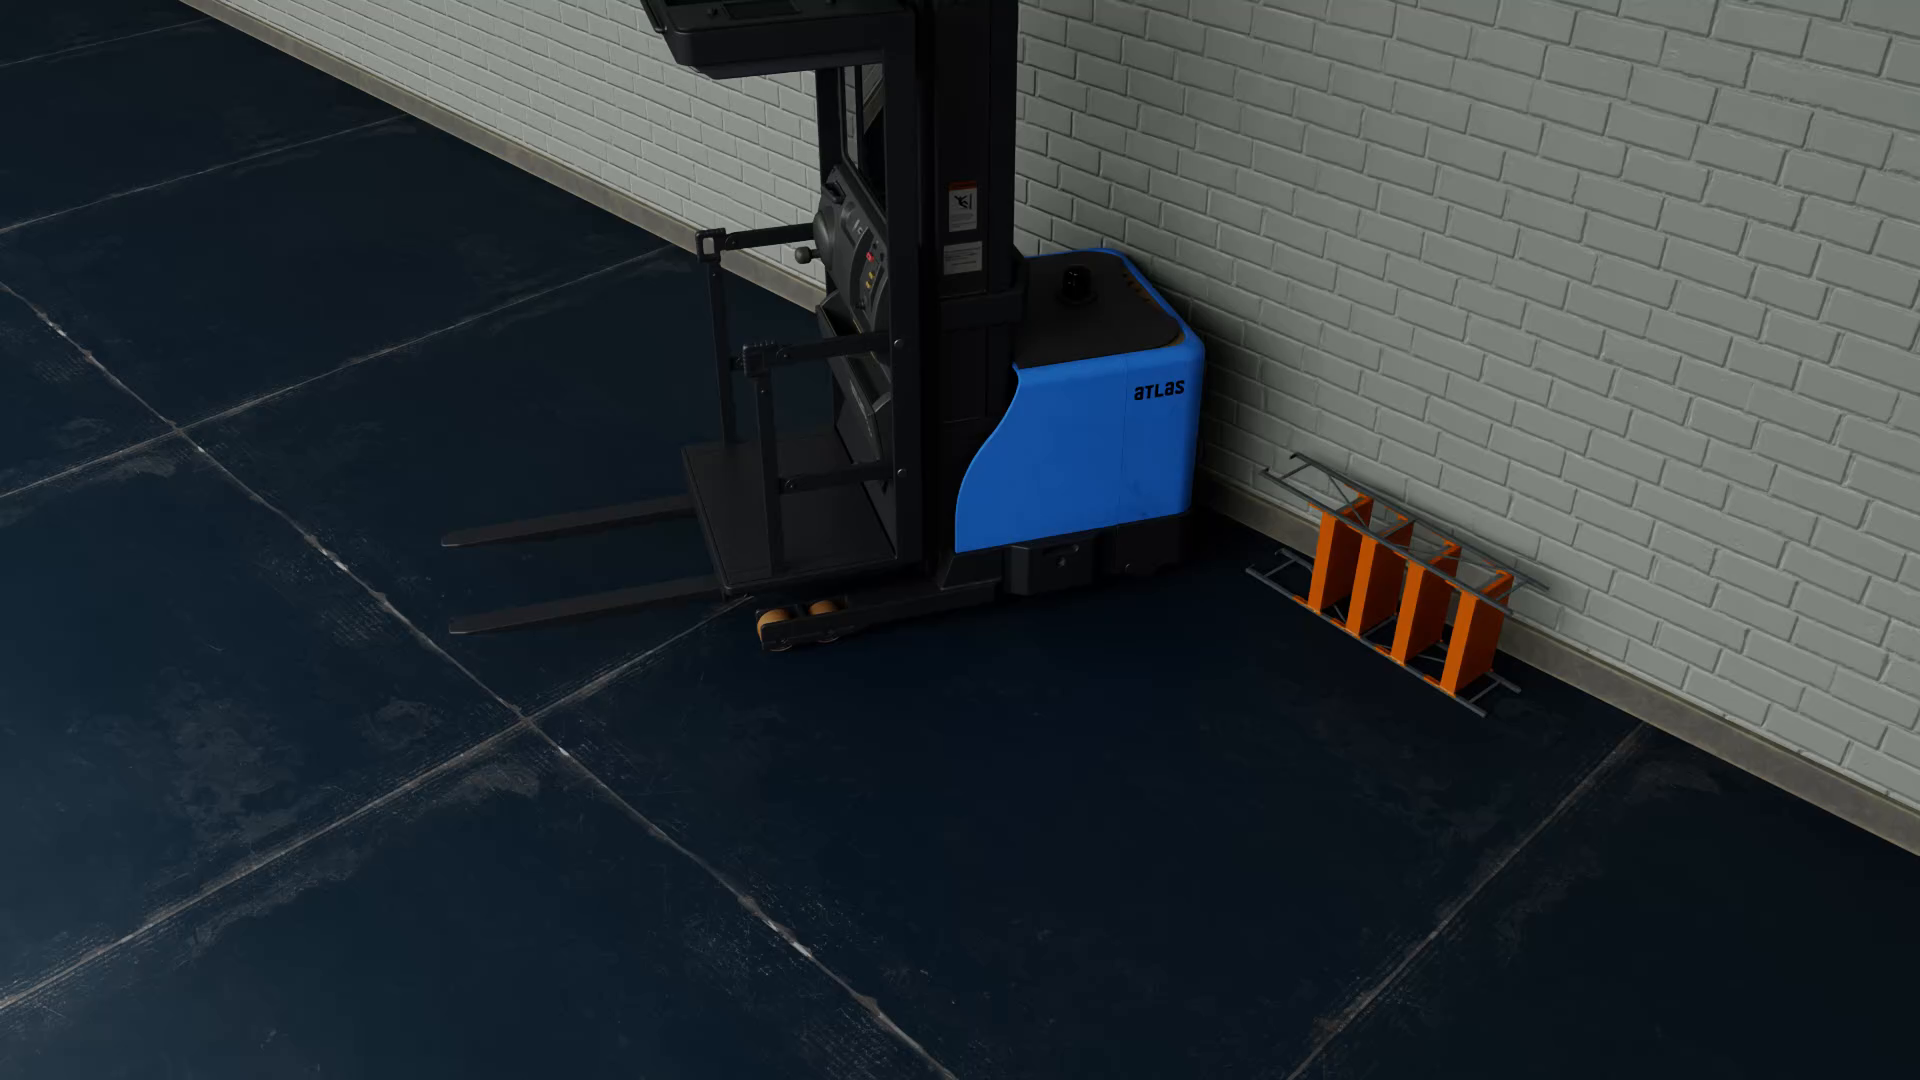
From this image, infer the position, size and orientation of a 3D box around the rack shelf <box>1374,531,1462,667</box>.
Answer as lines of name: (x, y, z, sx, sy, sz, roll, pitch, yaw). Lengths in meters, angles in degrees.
rack shelf: (1.788, 0.224, 6.476, 0.258, 0.480, 0.148, -26, 43, -32)

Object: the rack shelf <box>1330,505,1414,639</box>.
rack shelf: (1.644, 0.124, 6.614, 0.258, 0.480, 0.148, -26, 43, -32)

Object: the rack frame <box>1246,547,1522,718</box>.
rack frame: (1.685, 0.352, 6.715, 0.240, 0.015, 1.200, -26, 43, -32)

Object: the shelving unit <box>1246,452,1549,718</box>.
shelving unit: (1.687, 0.154, 6.573, 0.258, 0.503, 1.200, -26, 43, -32)

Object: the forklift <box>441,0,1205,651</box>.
forklift: (-0.598, -1.098, 6.262, 3.031, 2.935, 1.130, -10, 36, -14)

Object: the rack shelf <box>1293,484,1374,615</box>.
rack shelf: (1.516, 0.034, 6.737, 0.258, 0.480, 0.148, -26, 43, -32)

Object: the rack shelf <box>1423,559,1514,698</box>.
rack shelf: (1.941, 0.331, 6.330, 0.258, 0.480, 0.148, -26, 43, -32)

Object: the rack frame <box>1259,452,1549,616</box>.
rack frame: (1.690, -0.045, 6.431, 0.240, 0.015, 1.200, -26, 43, -32)
